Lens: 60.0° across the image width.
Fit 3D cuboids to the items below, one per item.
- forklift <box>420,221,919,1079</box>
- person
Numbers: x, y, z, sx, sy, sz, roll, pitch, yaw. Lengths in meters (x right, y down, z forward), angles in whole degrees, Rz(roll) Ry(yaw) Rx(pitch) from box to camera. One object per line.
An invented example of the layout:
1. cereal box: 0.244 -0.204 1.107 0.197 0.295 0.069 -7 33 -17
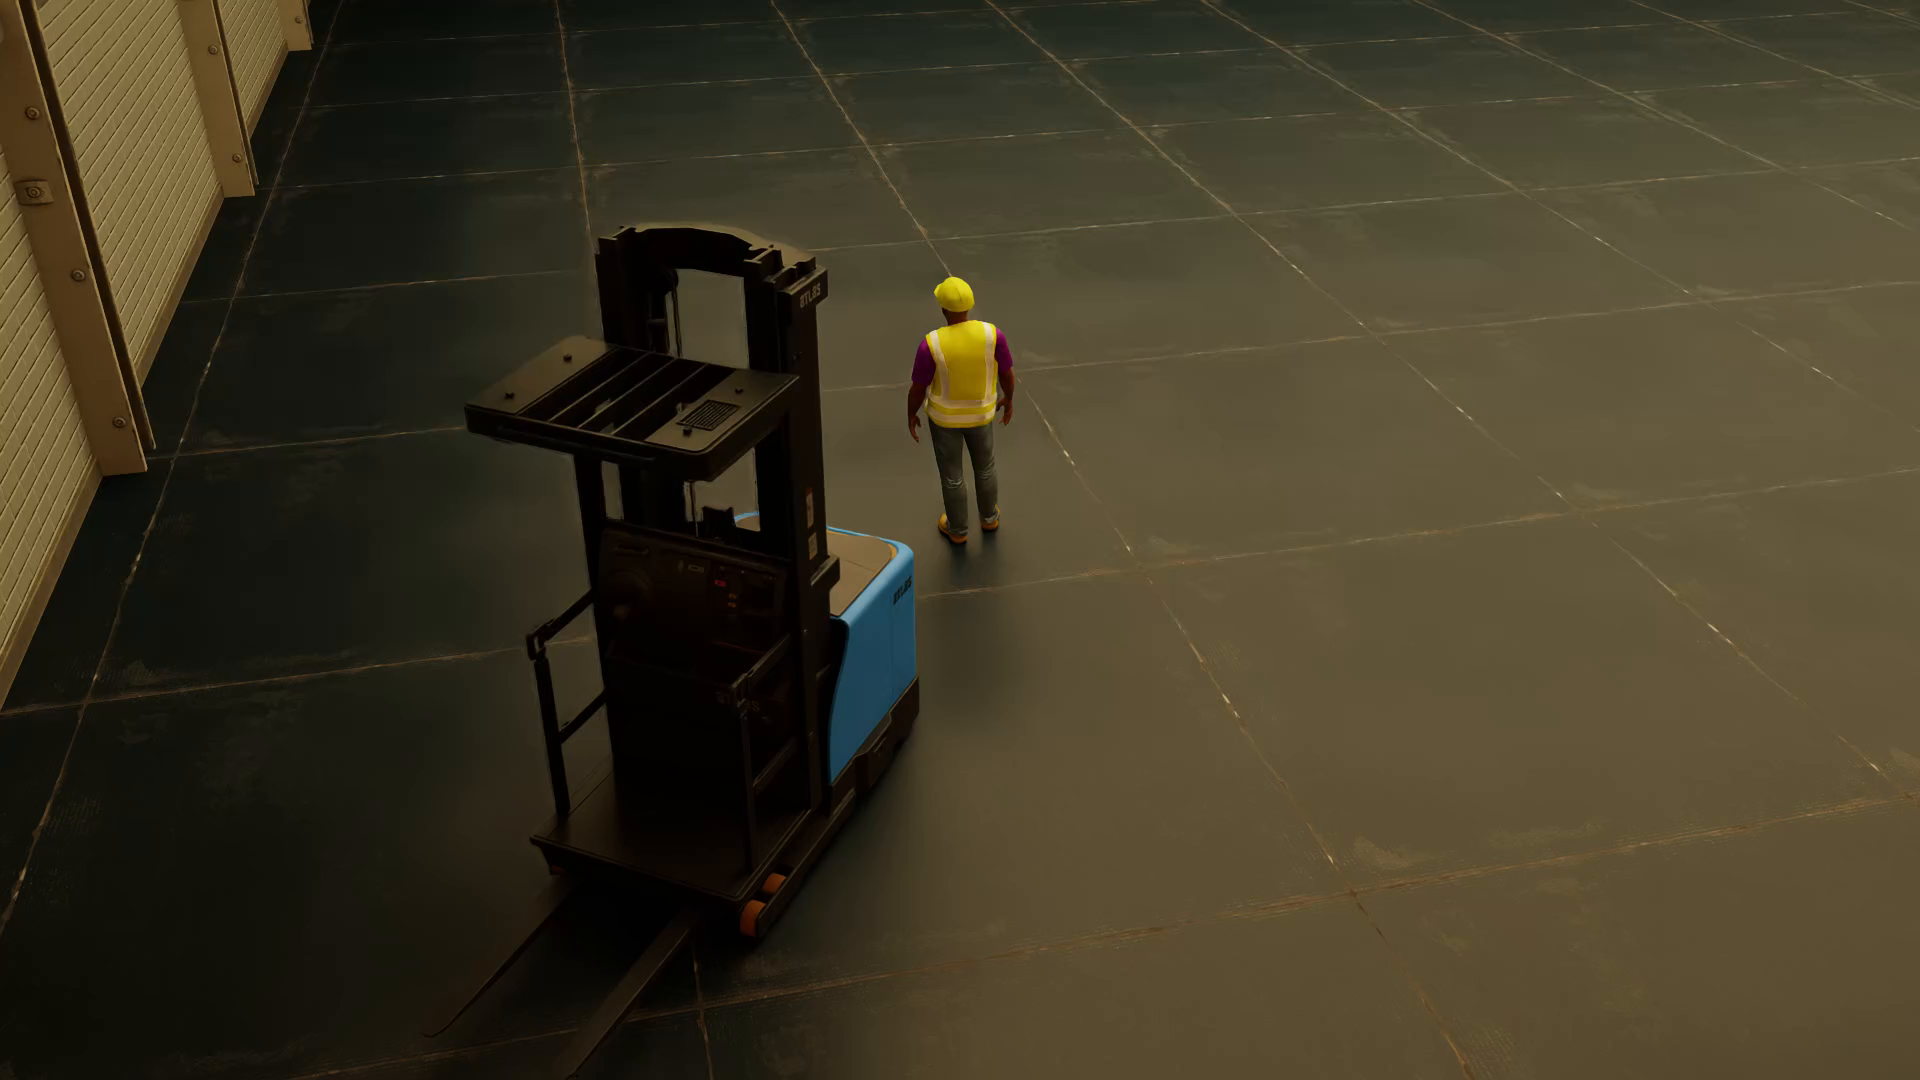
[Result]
1. forklift: -1.260 0.264 7.118 1.130 2.935 3.031 12 32 20
2. person: -0.010 -0.805 10.114 0.665 1.766 0.576 -7 31 -12
